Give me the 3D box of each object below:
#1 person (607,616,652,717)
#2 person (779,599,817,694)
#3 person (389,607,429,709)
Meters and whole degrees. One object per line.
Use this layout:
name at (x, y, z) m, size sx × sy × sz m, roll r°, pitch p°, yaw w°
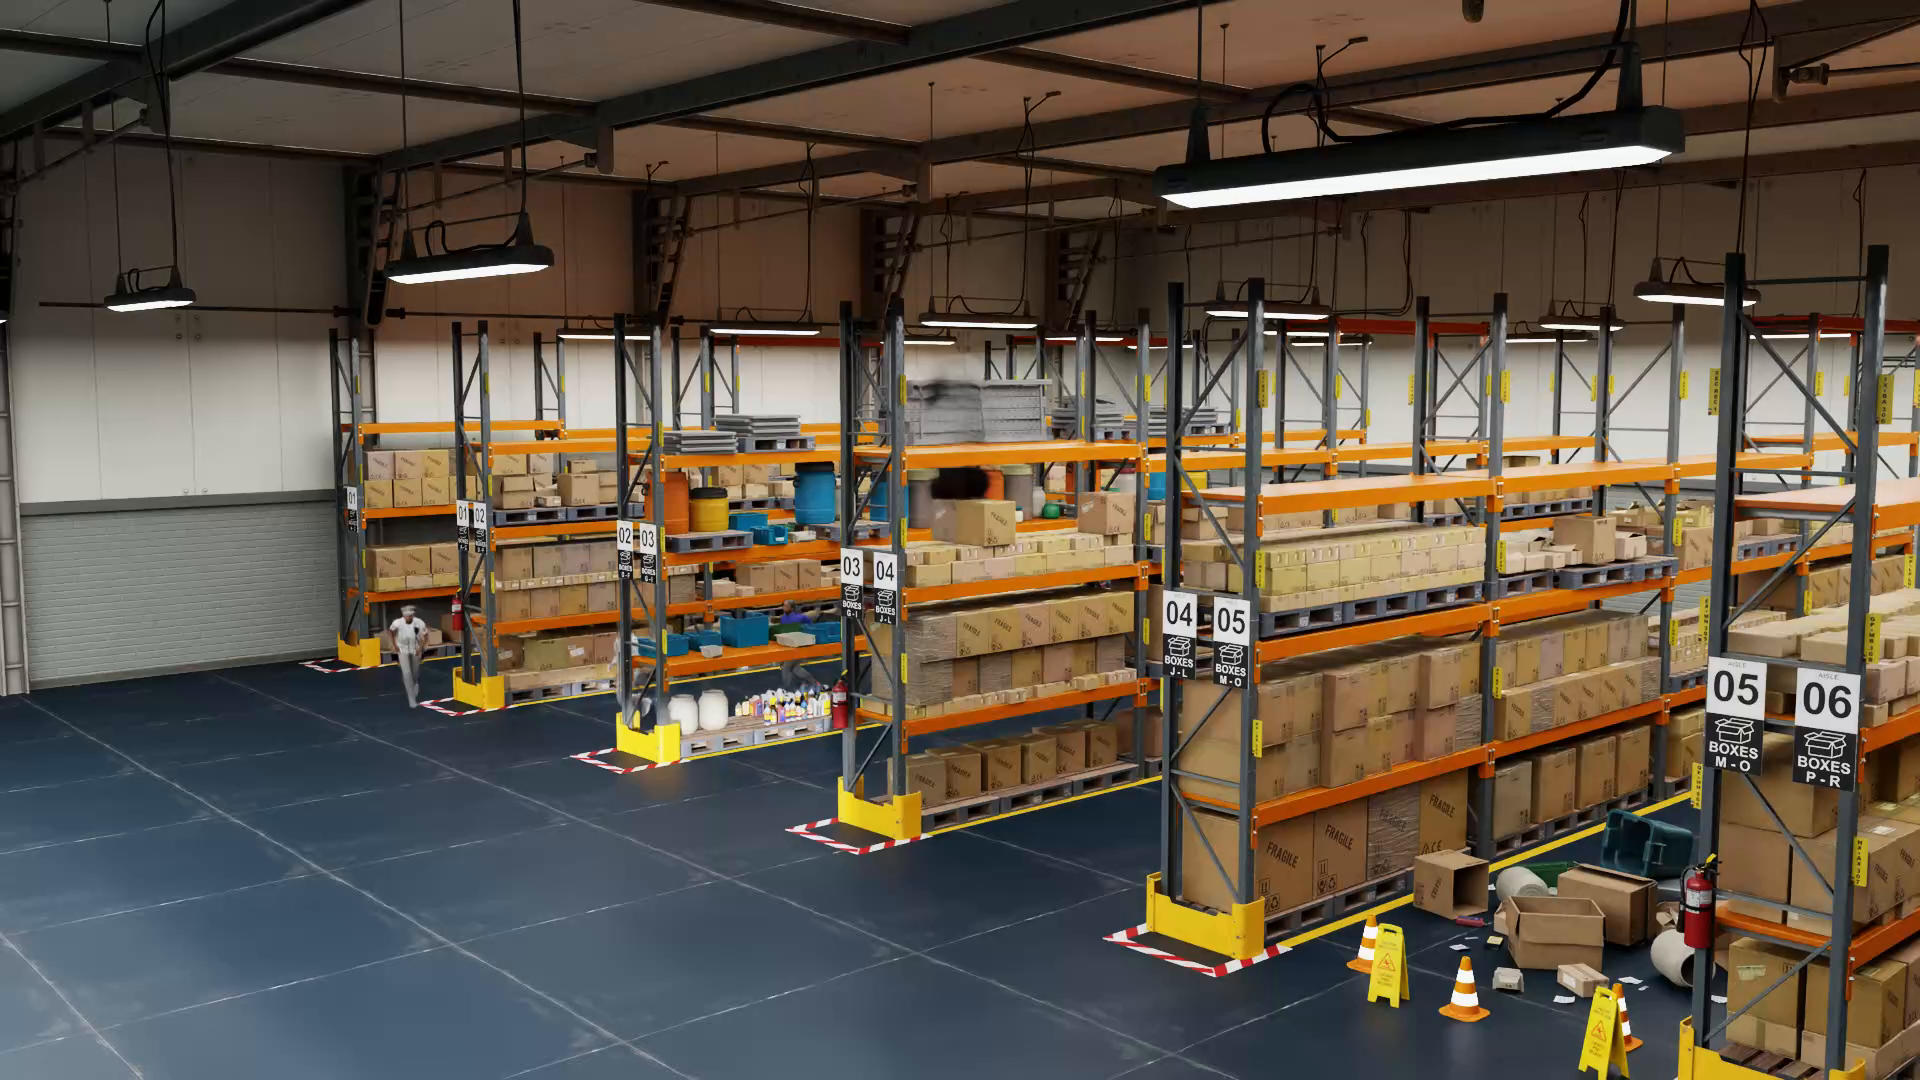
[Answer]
person at (-4.877, 1.922, 24.532) m, size 0.591 × 1.647 × 0.615 m, roll -6°, pitch 8°, yaw -44°
person at (-2.594, 1.761, 26.274) m, size 0.599 × 1.687 × 0.918 m, roll 5°, pitch 8°, yaw 43°
person at (-8.682, 1.805, 26.250) m, size 0.603 × 1.628 × 0.958 m, roll -1°, pitch 6°, yaw -13°
